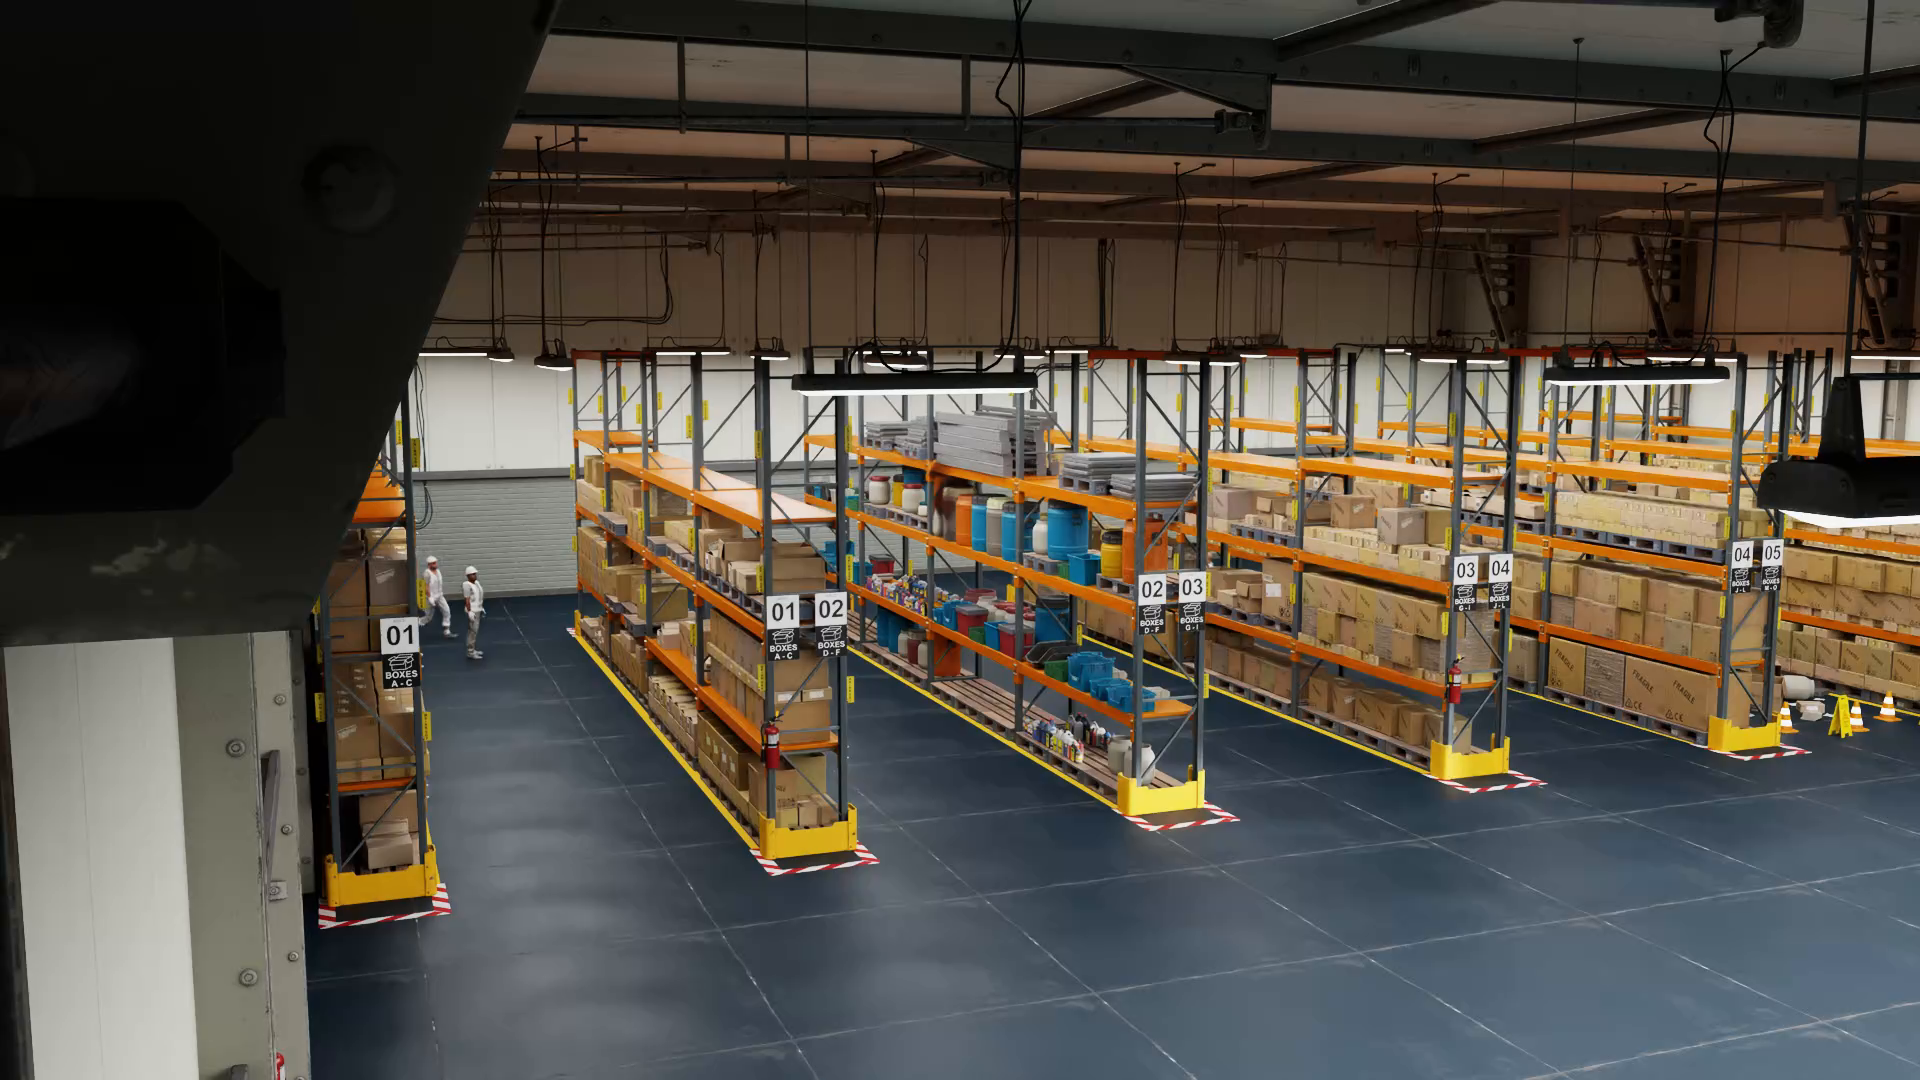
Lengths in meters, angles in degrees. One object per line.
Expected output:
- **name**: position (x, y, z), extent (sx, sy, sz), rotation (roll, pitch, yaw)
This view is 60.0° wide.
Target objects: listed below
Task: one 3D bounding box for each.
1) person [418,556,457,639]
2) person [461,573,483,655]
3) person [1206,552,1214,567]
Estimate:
- **person**: position (-10.922, 1.186, 34.437), extent (0.950, 1.745, 0.546), rotation (2, 7, 18)
- **person**: position (-9.519, 1.389, 32.558), extent (0.417, 1.685, 0.582), rotation (-1, 7, -12)
- **person**: position (5.075, 1.145, 34.701), extent (0.430, 1.790, 0.597), rotation (-1, 7, -4)
